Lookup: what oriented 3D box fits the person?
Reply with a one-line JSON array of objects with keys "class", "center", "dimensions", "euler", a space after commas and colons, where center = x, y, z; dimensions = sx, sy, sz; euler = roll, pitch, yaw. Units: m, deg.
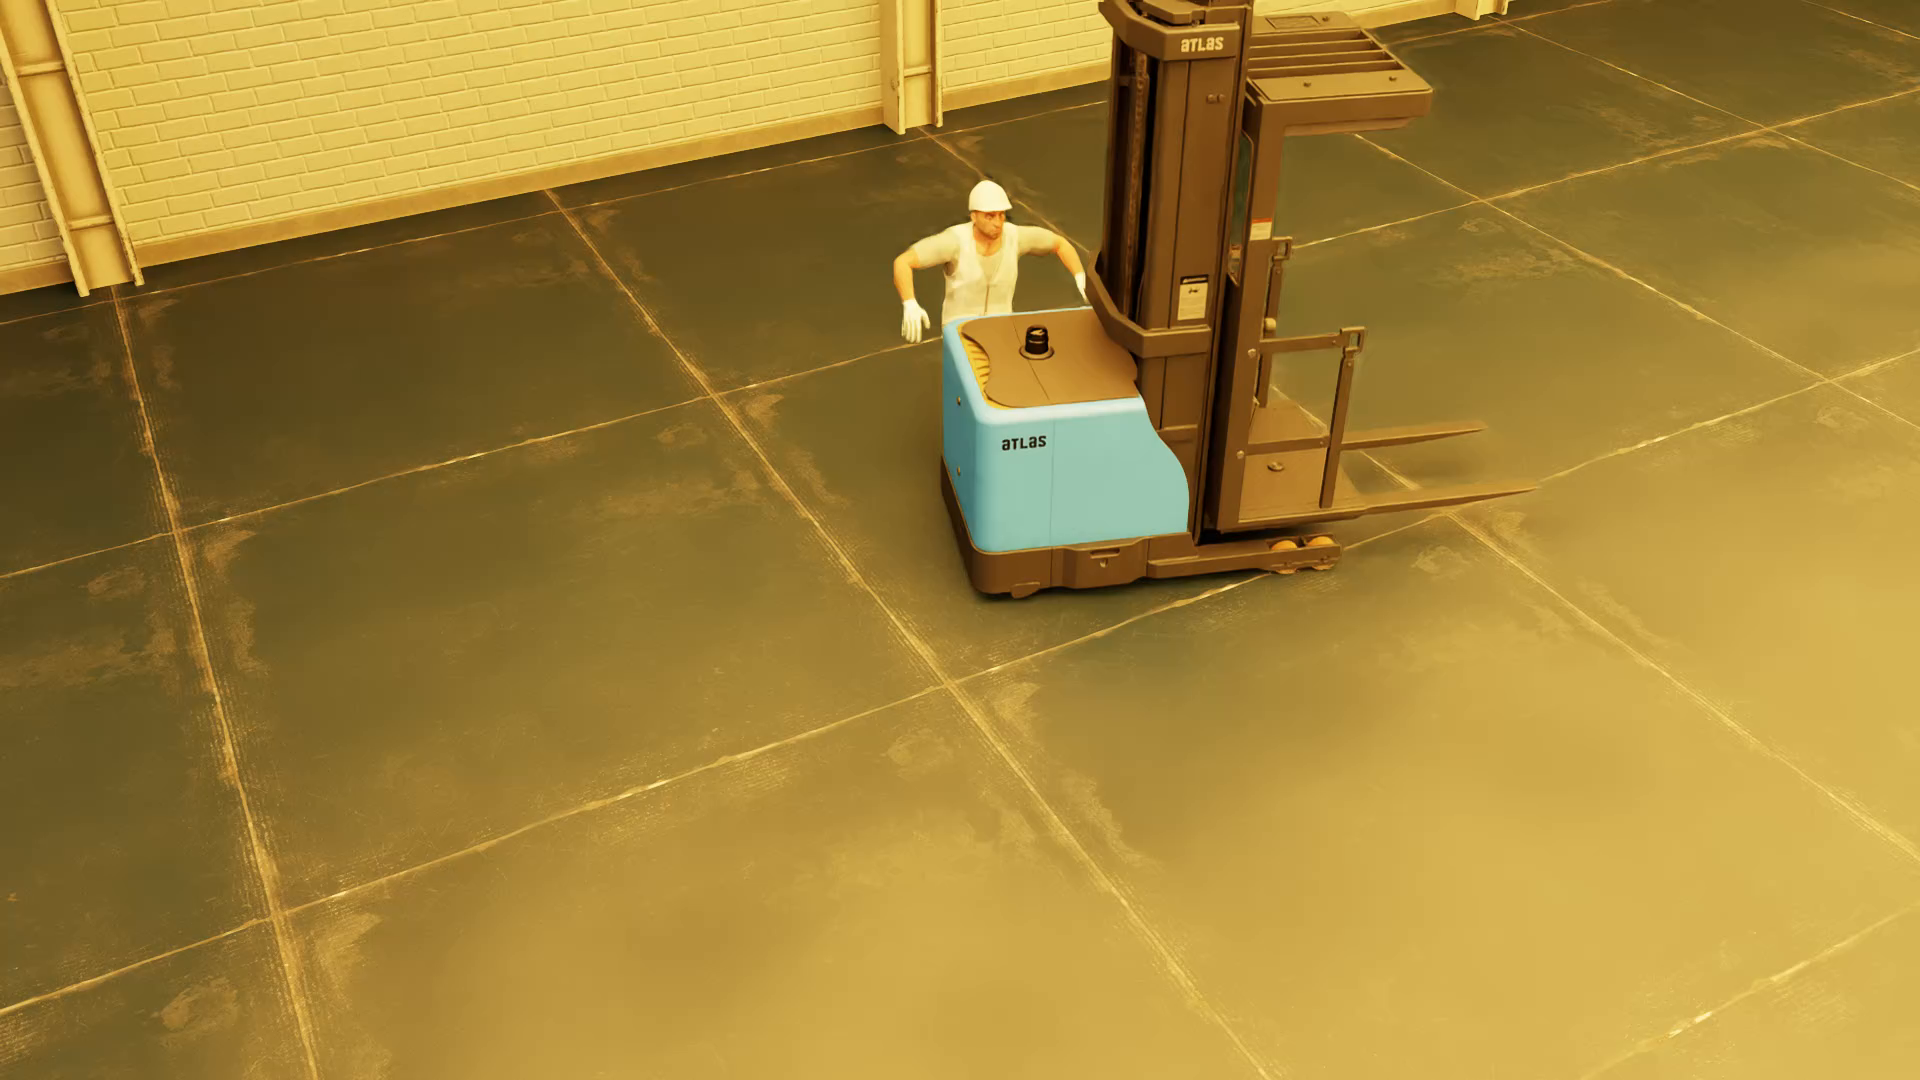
[{"class": "person", "center": [0.226, -1.042, 8.739], "dimensions": [1.105, 1.629, 0.829], "euler": [-11, 37, -15]}]

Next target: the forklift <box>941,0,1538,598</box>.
[{"class": "forklift", "center": [1.467, -1.321, 7.991], "dimensions": [3.031, 2.935, 1.130], "euler": [-6, 36, -9]}]
